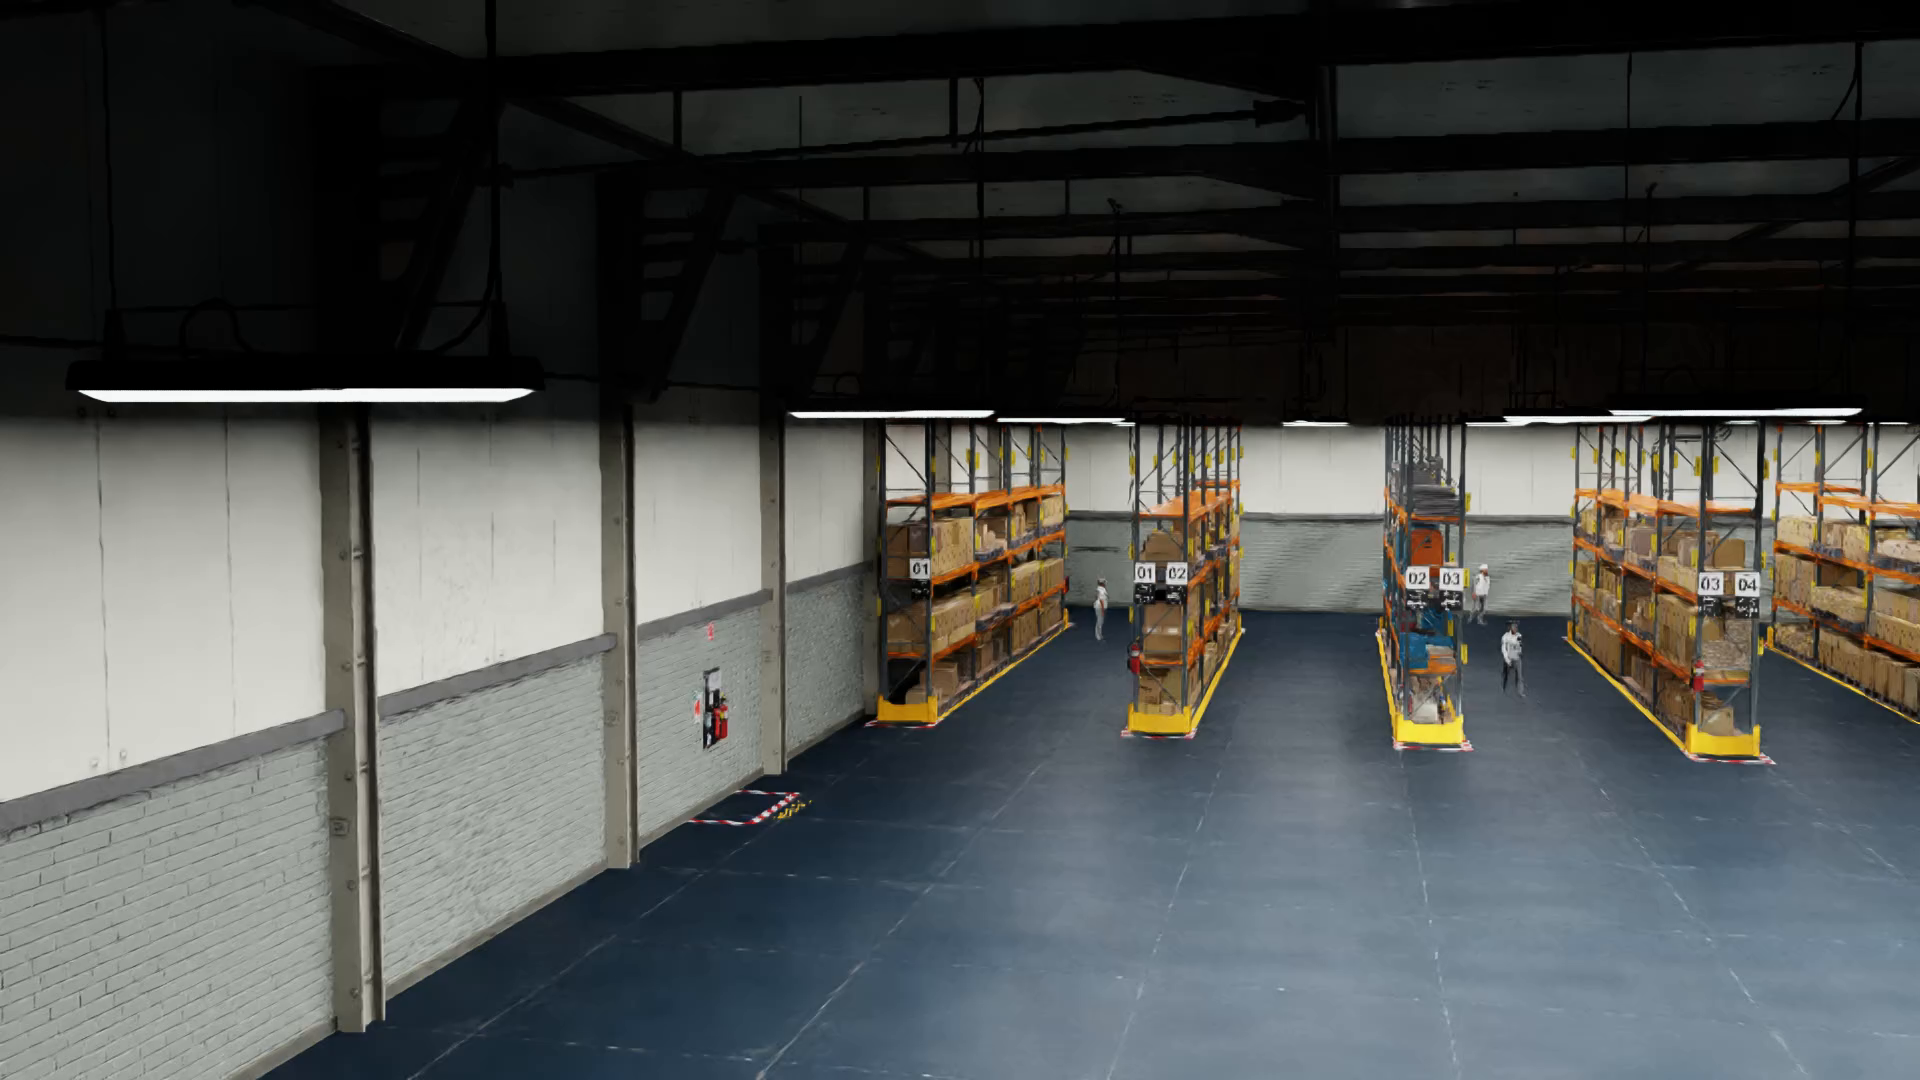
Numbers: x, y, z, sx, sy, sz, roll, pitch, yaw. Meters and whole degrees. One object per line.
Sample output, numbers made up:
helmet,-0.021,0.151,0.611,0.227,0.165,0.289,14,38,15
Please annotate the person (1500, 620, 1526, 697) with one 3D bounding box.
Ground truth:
person,11.737,2.503,35.361,0.482,1.622,0.994,0,4,4

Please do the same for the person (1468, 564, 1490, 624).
person,15.164,1.565,48.545,0.575,1.762,0.571,-2,4,-23

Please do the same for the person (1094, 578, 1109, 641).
person,3.805,1.850,44.823,0.388,1.675,0.566,0,4,-1
